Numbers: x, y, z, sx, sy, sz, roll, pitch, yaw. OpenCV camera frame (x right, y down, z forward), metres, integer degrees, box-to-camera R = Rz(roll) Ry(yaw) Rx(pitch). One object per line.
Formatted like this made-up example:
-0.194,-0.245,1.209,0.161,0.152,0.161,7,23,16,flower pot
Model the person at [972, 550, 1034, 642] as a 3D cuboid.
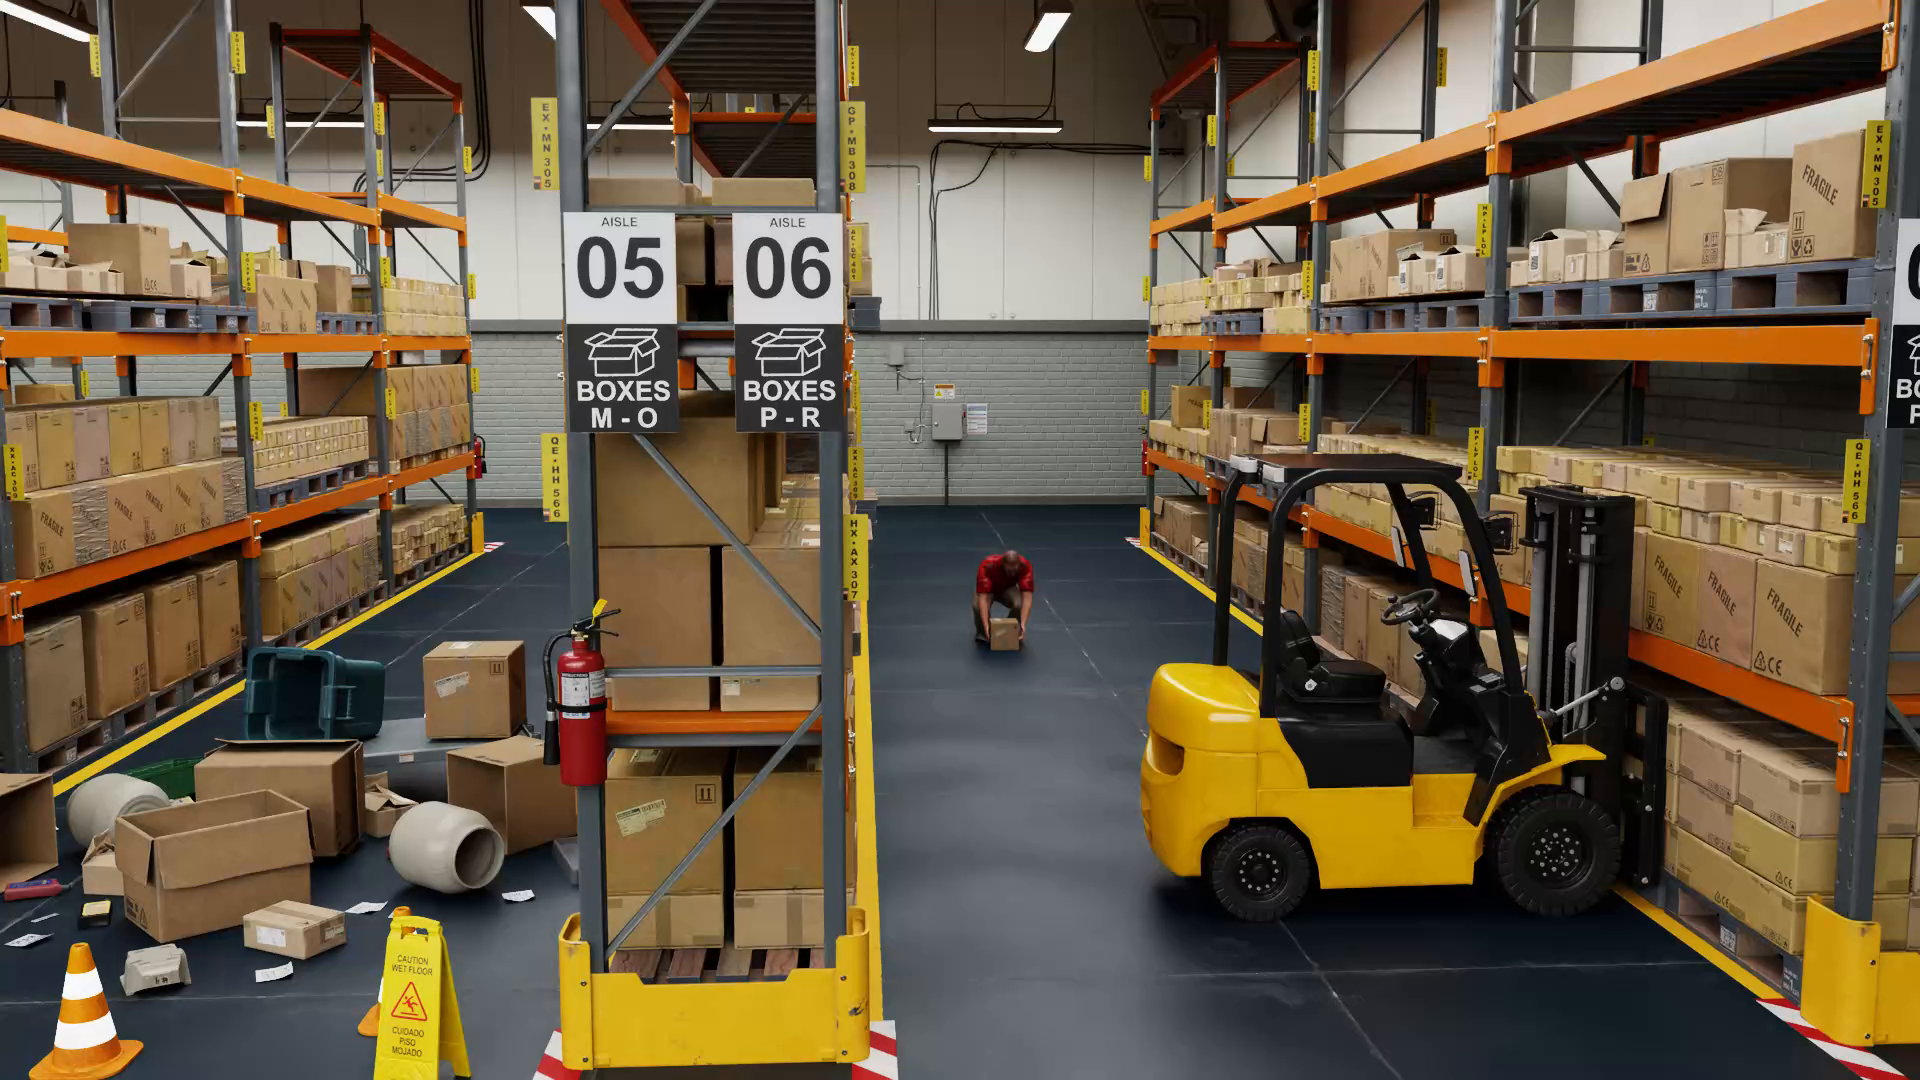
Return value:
0.384,0.495,15.252,0.564,0.888,0.870,0,7,-4,person
